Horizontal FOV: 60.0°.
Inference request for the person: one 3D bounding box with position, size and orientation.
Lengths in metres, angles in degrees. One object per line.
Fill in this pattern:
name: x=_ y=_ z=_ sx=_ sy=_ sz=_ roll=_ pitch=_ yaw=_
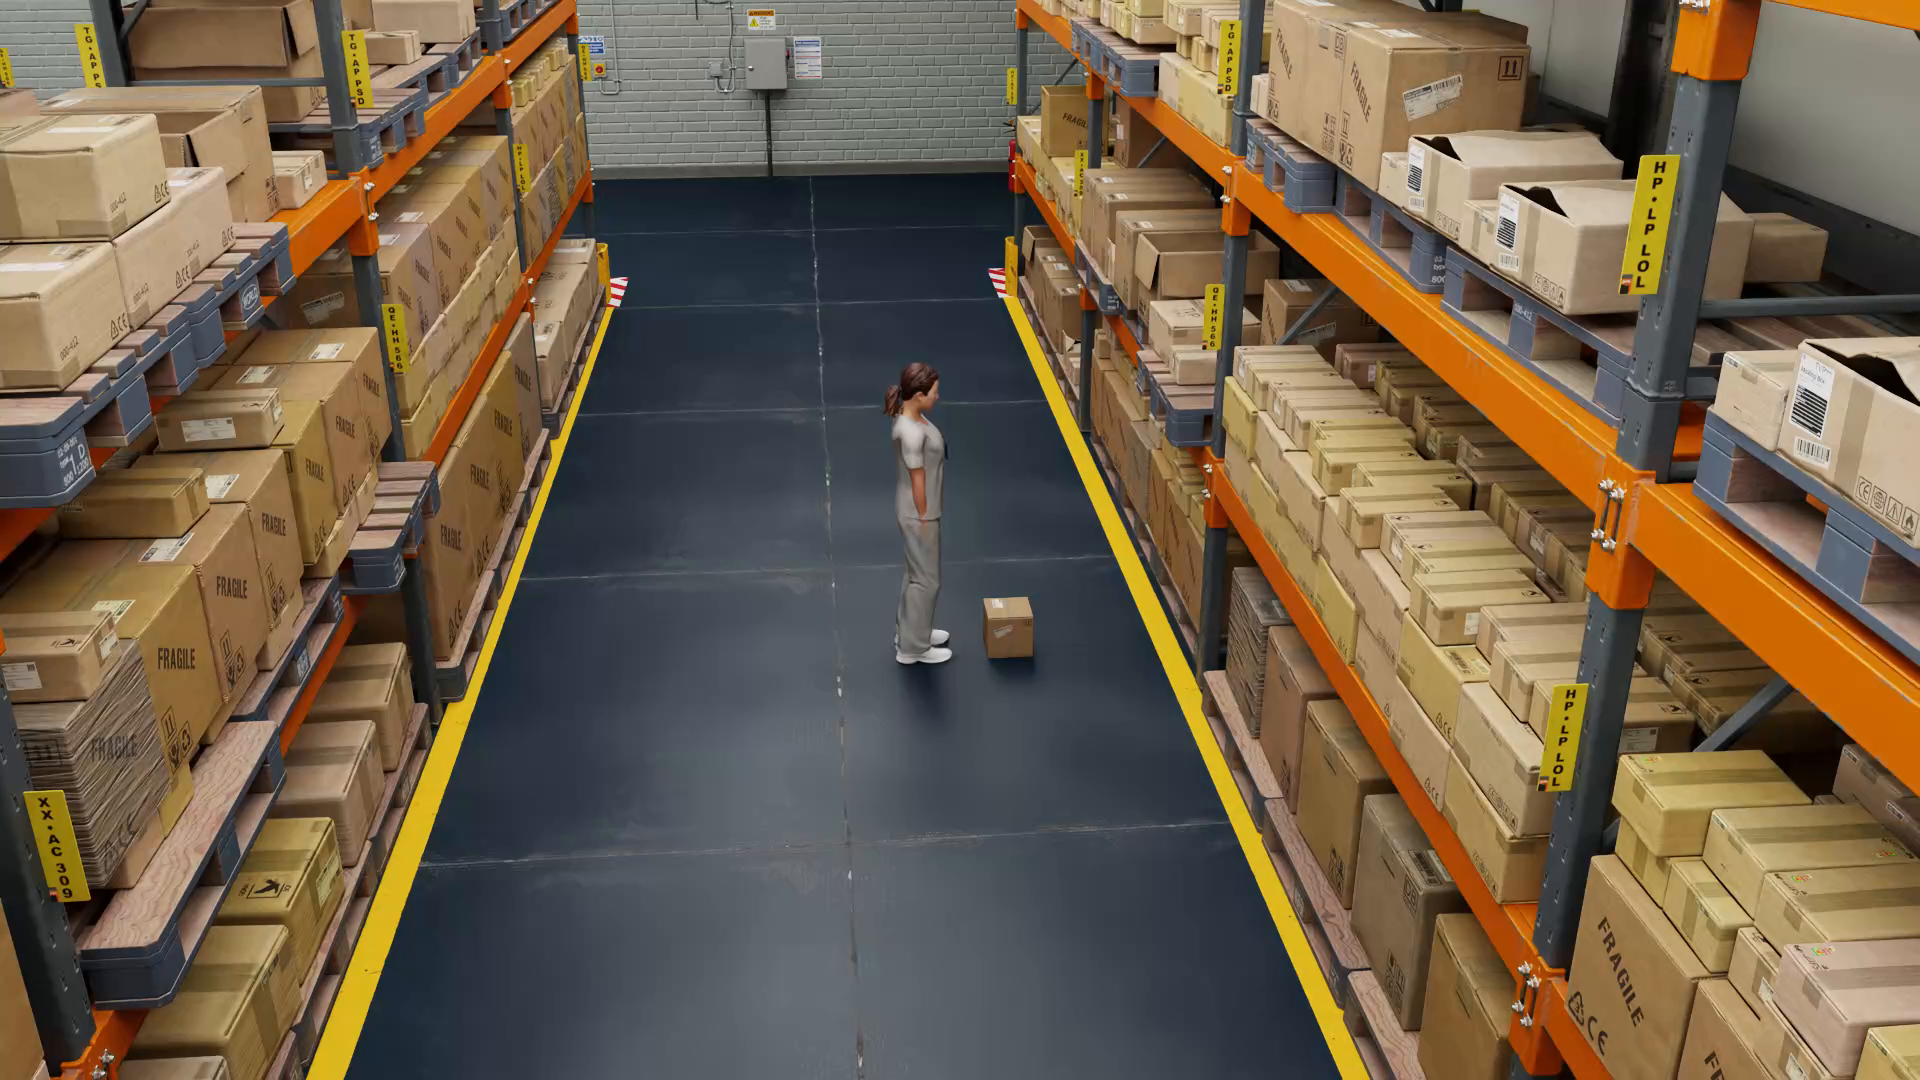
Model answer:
person: x=-0.234 y=-0.148 z=8.957 sx=0.361 sy=1.663 sz=0.441 roll=-2 pitch=24 yaw=-4
